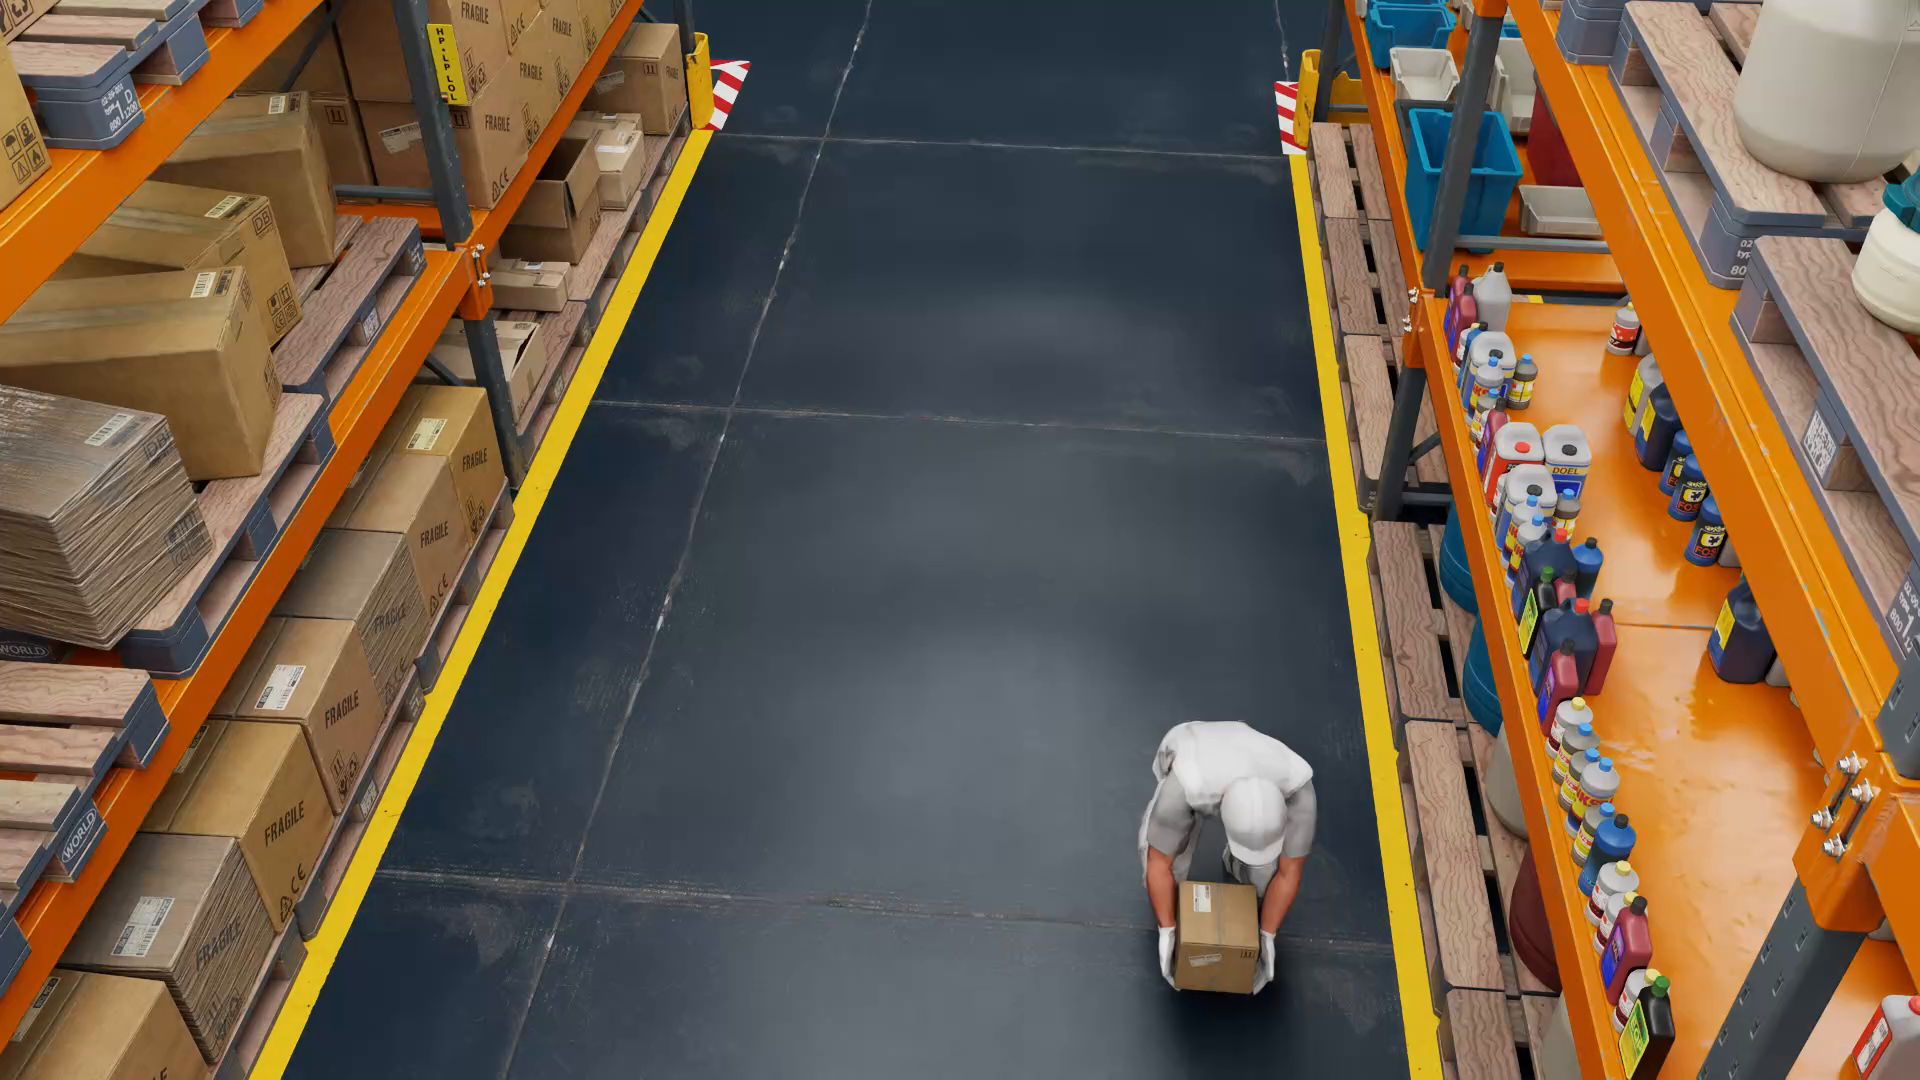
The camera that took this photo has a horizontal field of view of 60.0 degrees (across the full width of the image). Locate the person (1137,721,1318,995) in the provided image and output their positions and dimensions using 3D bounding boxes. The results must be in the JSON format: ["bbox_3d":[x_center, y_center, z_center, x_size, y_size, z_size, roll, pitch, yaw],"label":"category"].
[{"bbox_3d":[0.895,0.960,5.611,0.569,0.990,0.884,3,40,4],"label":"person"}]
